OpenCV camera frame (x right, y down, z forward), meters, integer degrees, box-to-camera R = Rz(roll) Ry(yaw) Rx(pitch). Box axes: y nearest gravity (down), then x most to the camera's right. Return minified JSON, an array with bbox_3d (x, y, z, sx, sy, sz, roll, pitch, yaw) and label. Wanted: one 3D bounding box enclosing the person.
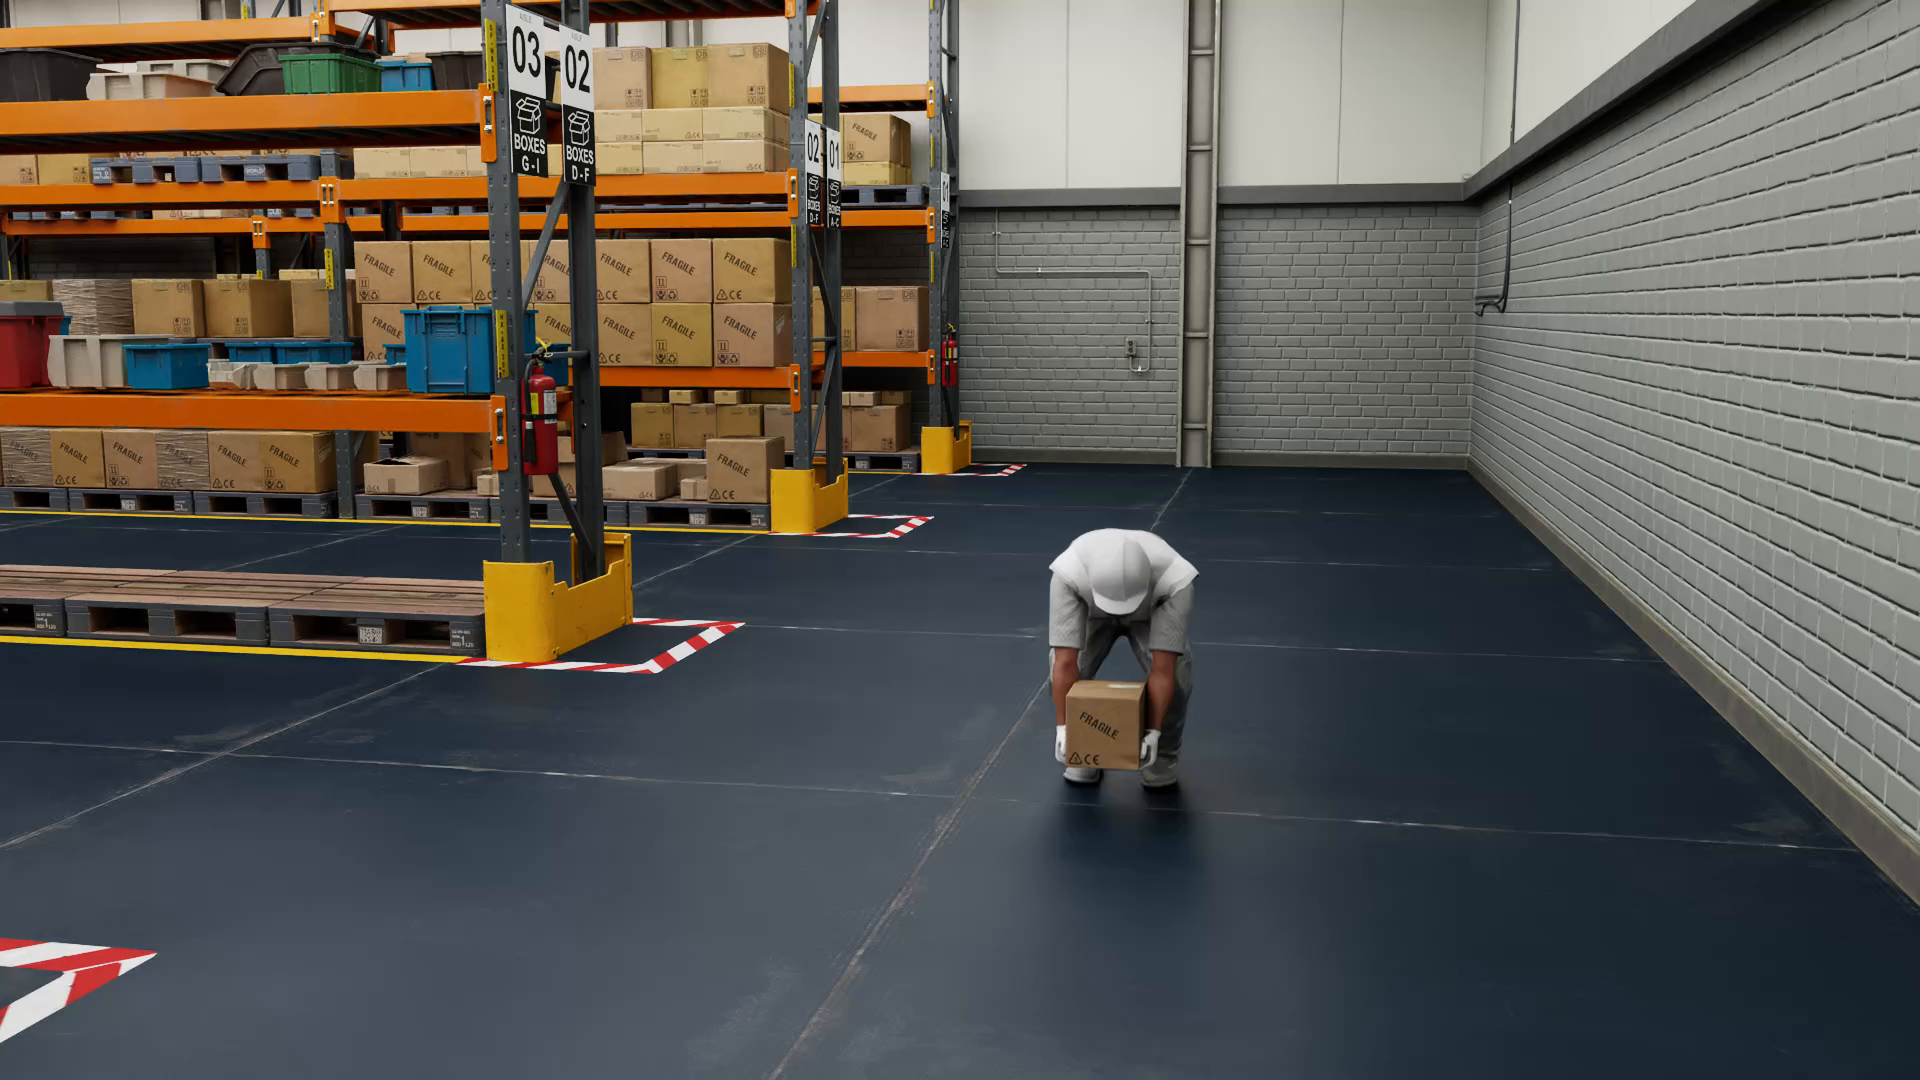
[{"bbox_3d":[0.589,0.430,6.020,0.546,0.994,0.965,1,8,9],"label":"person"}]
